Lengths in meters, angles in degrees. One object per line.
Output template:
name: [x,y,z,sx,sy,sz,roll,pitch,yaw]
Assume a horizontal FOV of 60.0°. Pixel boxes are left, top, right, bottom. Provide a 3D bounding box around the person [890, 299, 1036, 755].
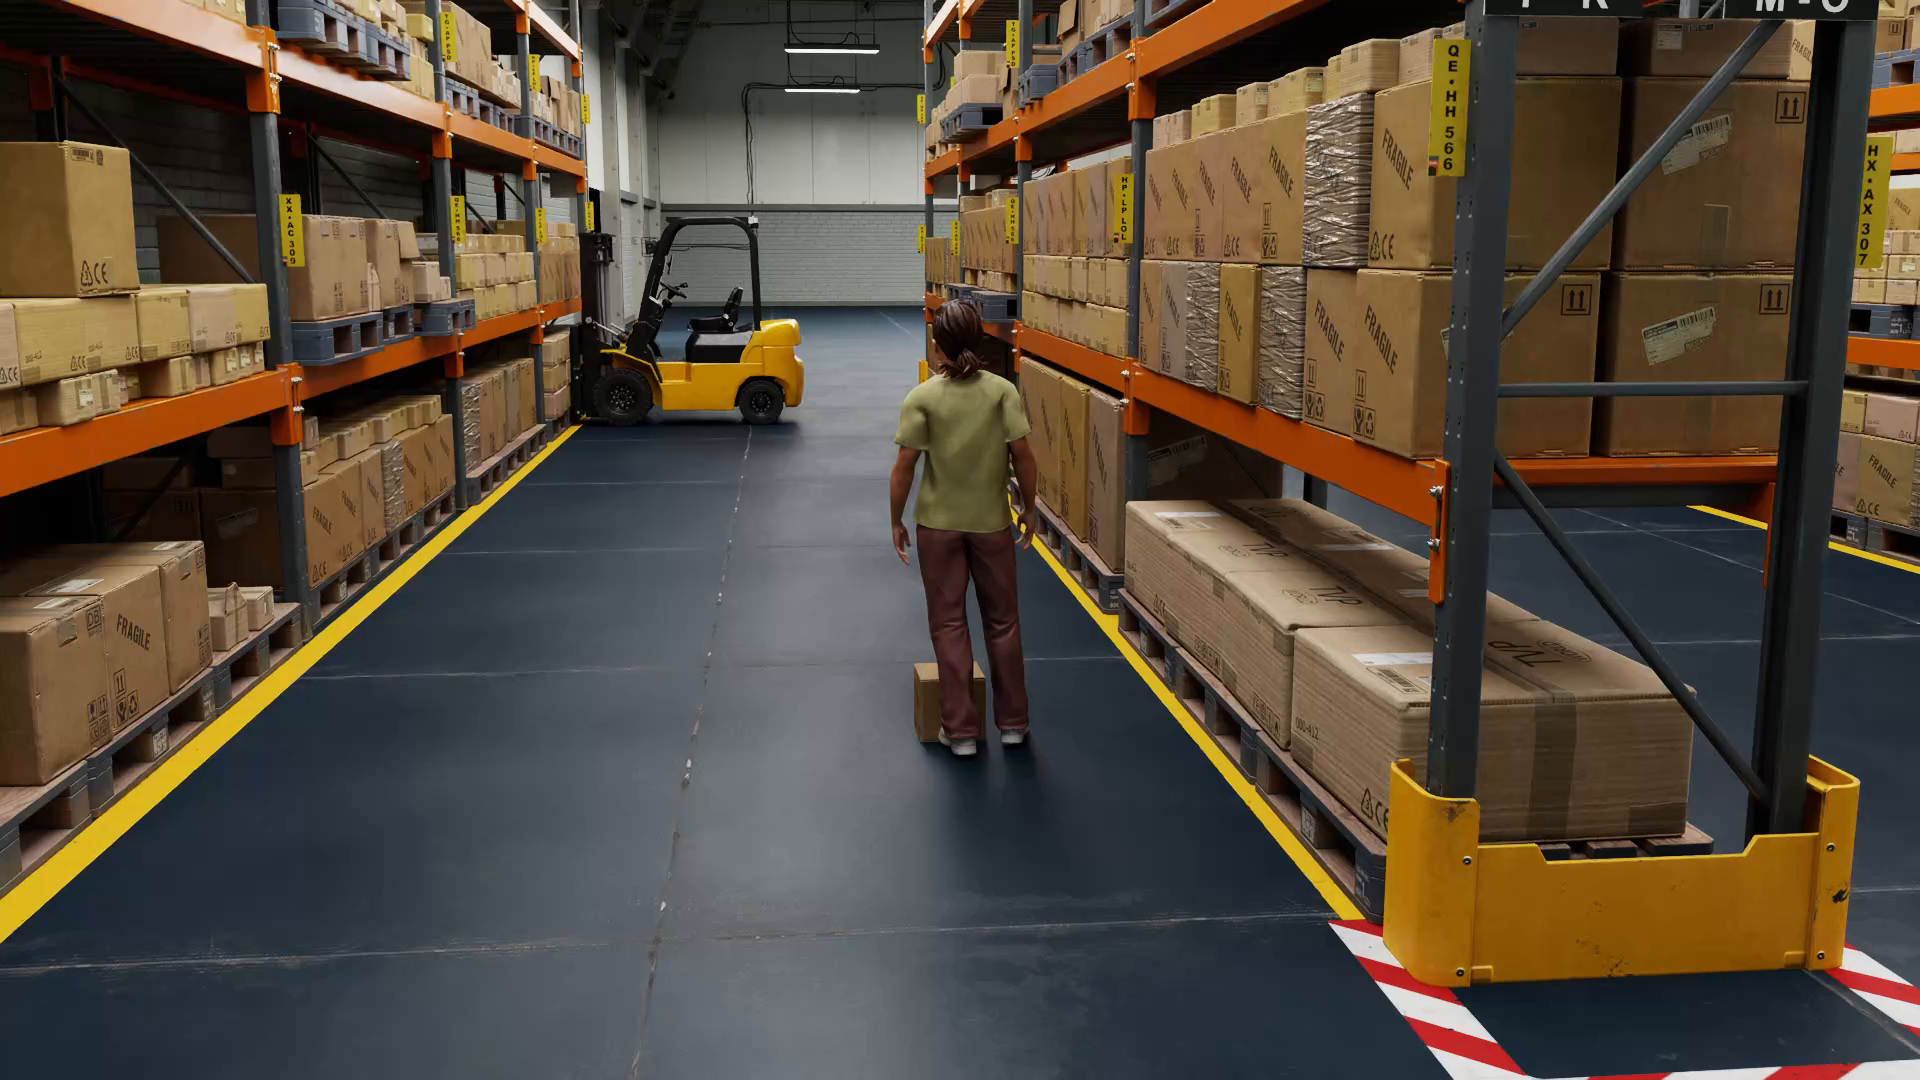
person: [0.011,0.074,6.150,0.555,1.427,0.517,-1,10,-6]
